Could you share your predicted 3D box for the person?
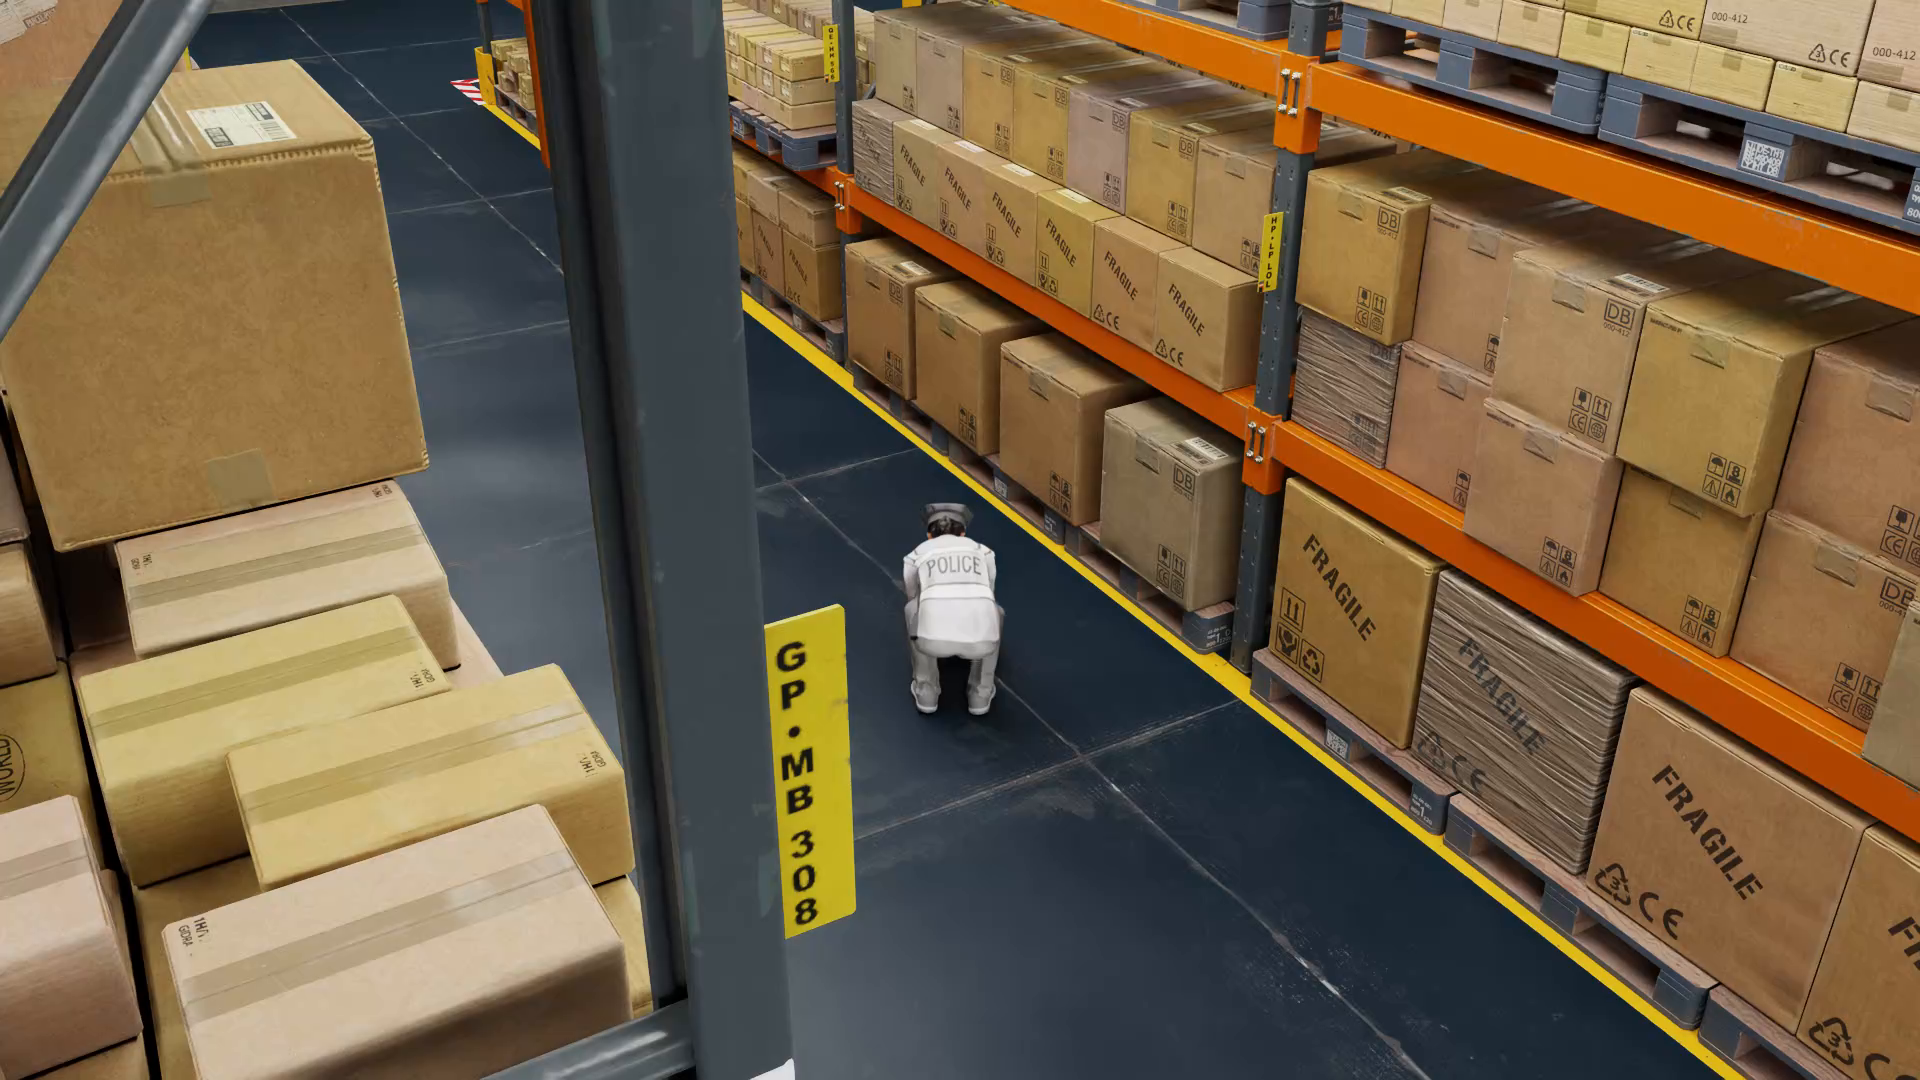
[{"bbox_3d":[-0.028,0.322,7.517,0.461,0.779,0.907,1,29,1],"label":"person"}]
